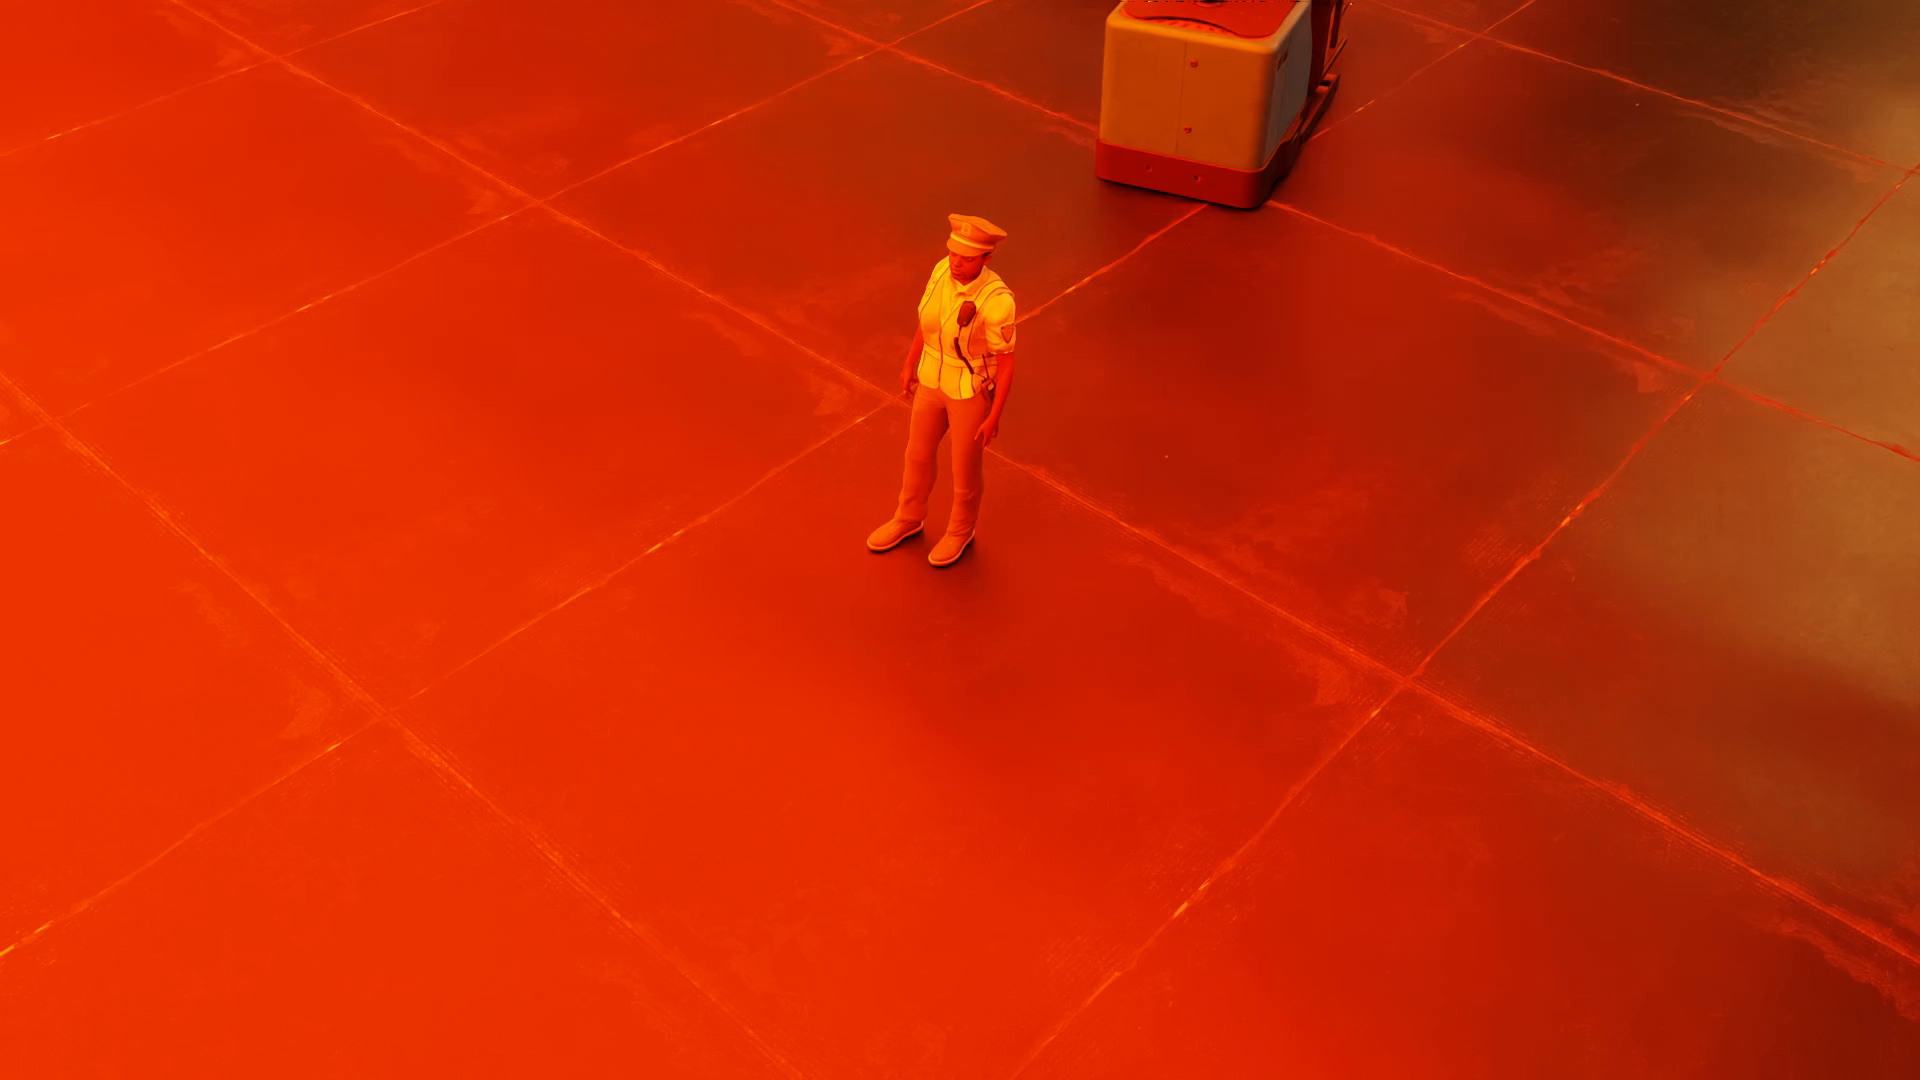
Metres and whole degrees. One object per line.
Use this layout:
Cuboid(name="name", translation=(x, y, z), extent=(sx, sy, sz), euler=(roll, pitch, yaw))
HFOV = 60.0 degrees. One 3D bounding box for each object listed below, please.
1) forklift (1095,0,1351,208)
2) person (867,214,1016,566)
Cuboid(name="forklift", translation=(1.885, -4.042, 10.140), extent=(1.130, 2.935, 3.031), euler=(16, 43, 18))
Cuboid(name="person", translation=(-0.065, -0.621, 7.091), extent=(0.569, 1.695, 0.530), euler=(31, 49, 31))
